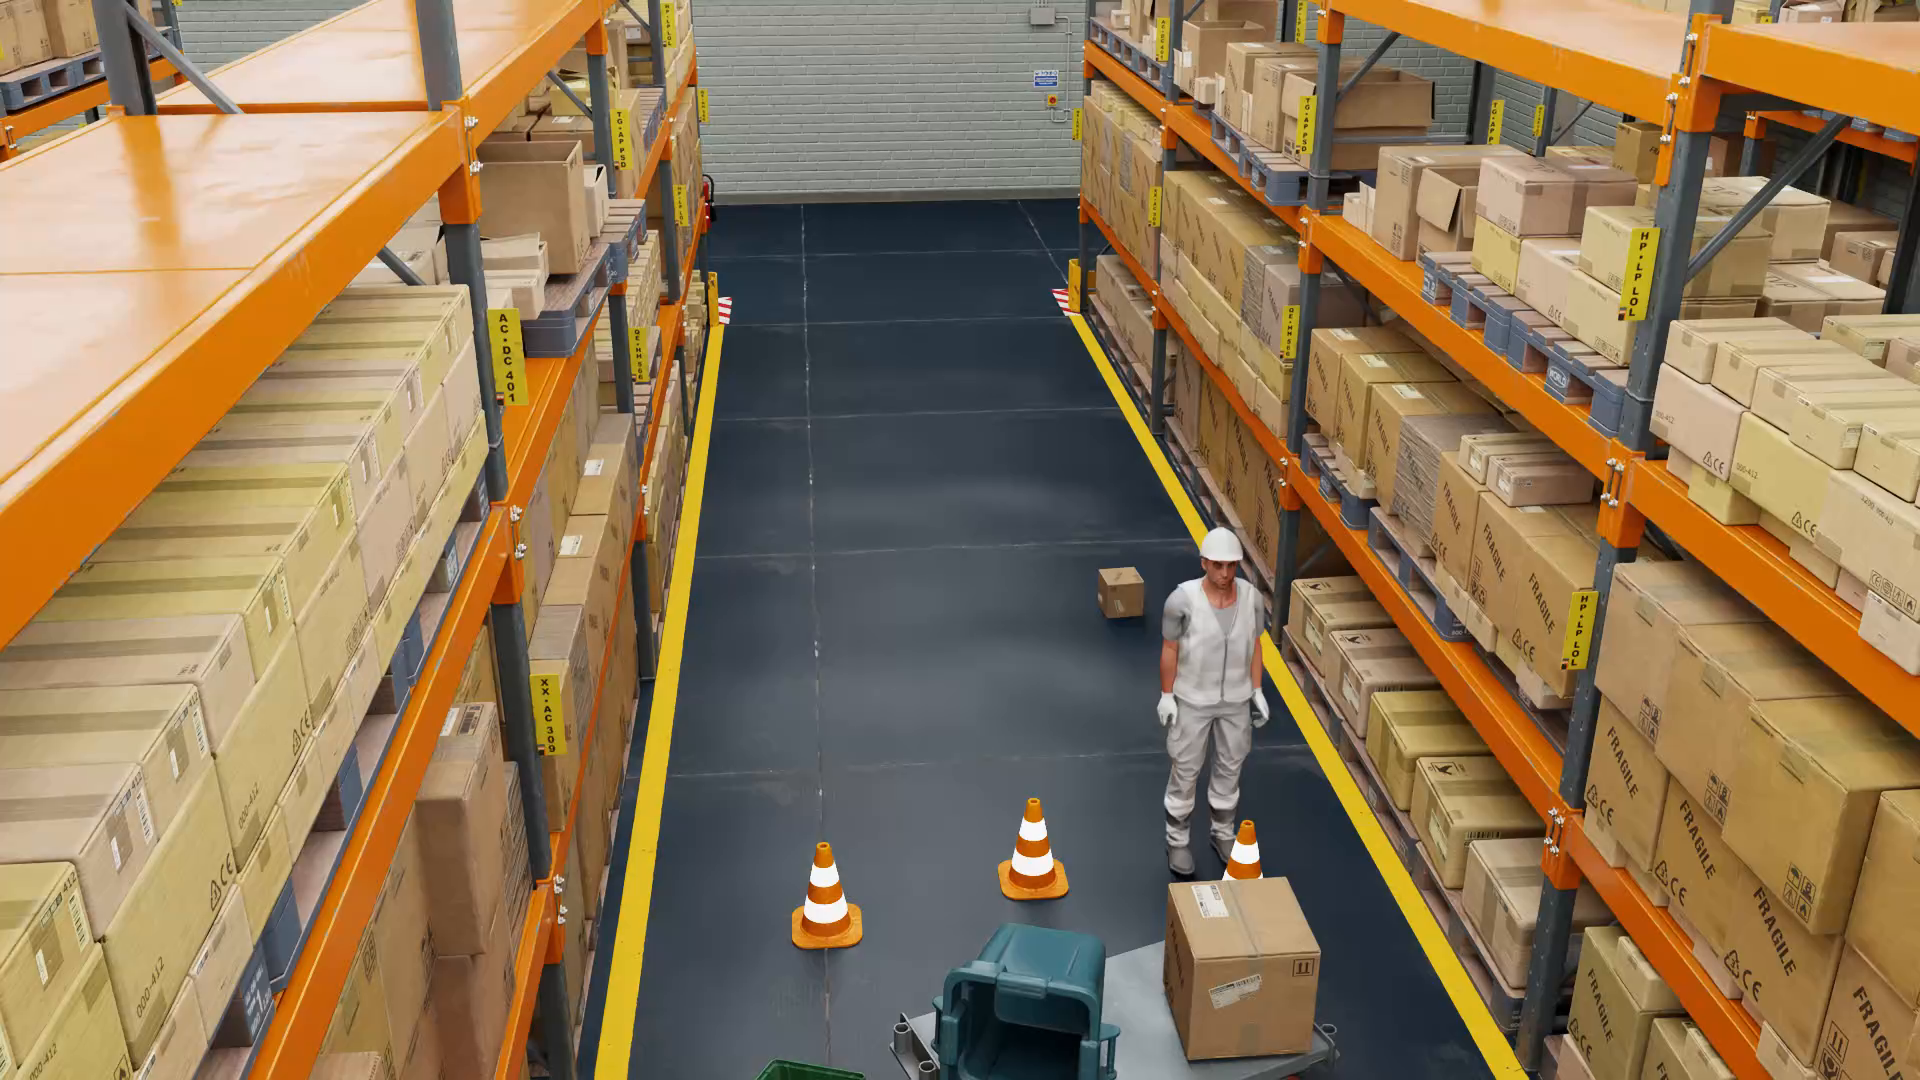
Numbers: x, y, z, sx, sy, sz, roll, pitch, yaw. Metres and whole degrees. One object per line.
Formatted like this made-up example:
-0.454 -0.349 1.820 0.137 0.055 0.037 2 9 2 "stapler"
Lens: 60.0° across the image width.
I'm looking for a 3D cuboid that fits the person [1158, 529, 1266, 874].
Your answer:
1.253 0.797 8.231 0.536 1.794 0.380 -5 24 -11 "person"
